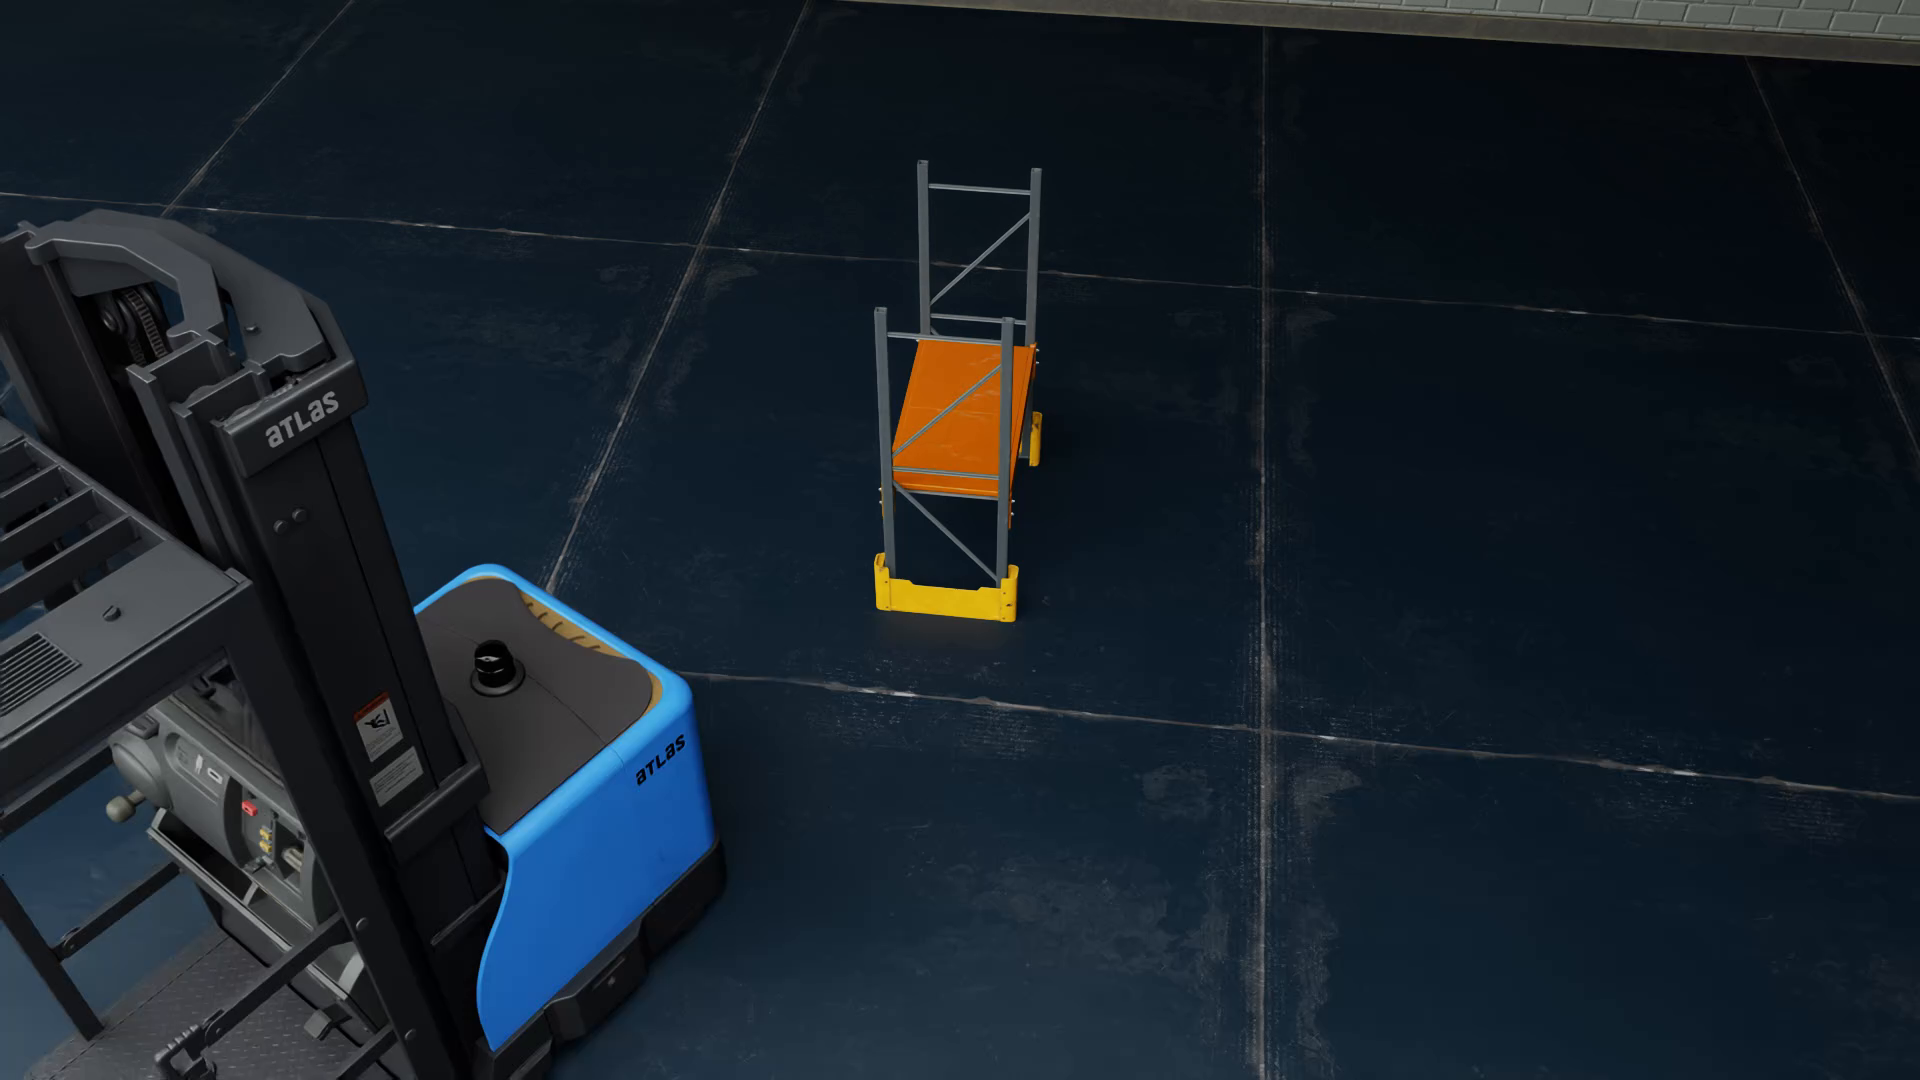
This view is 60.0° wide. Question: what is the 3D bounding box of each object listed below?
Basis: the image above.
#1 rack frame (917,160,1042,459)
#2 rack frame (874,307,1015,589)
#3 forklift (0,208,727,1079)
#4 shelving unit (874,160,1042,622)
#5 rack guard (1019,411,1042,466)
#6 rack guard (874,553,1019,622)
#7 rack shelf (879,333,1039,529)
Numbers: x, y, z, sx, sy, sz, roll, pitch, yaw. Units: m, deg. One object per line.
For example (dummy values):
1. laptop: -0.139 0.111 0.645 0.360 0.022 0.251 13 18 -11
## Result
1. rack frame: 0.078 -0.949 7.162 0.500 1.500 0.032 5 44 6
2. rack frame: -0.056 -0.256 6.430 0.500 1.500 0.032 5 44 6
3. forklift: -2.119 0.776 4.299 1.130 2.935 3.031 28 50 26
4. shelving unit: 0.010 -0.597 6.789 0.587 1.500 1.083 5 44 6
5. rack guard: 0.076 -0.482 7.577 0.587 0.250 0.087 5 44 6
6. rack guard: -0.056 0.197 6.860 0.587 0.250 0.087 5 44 6
7. rack shelf: 0.011 -0.472 6.919 0.538 0.185 1.000 5 44 6
